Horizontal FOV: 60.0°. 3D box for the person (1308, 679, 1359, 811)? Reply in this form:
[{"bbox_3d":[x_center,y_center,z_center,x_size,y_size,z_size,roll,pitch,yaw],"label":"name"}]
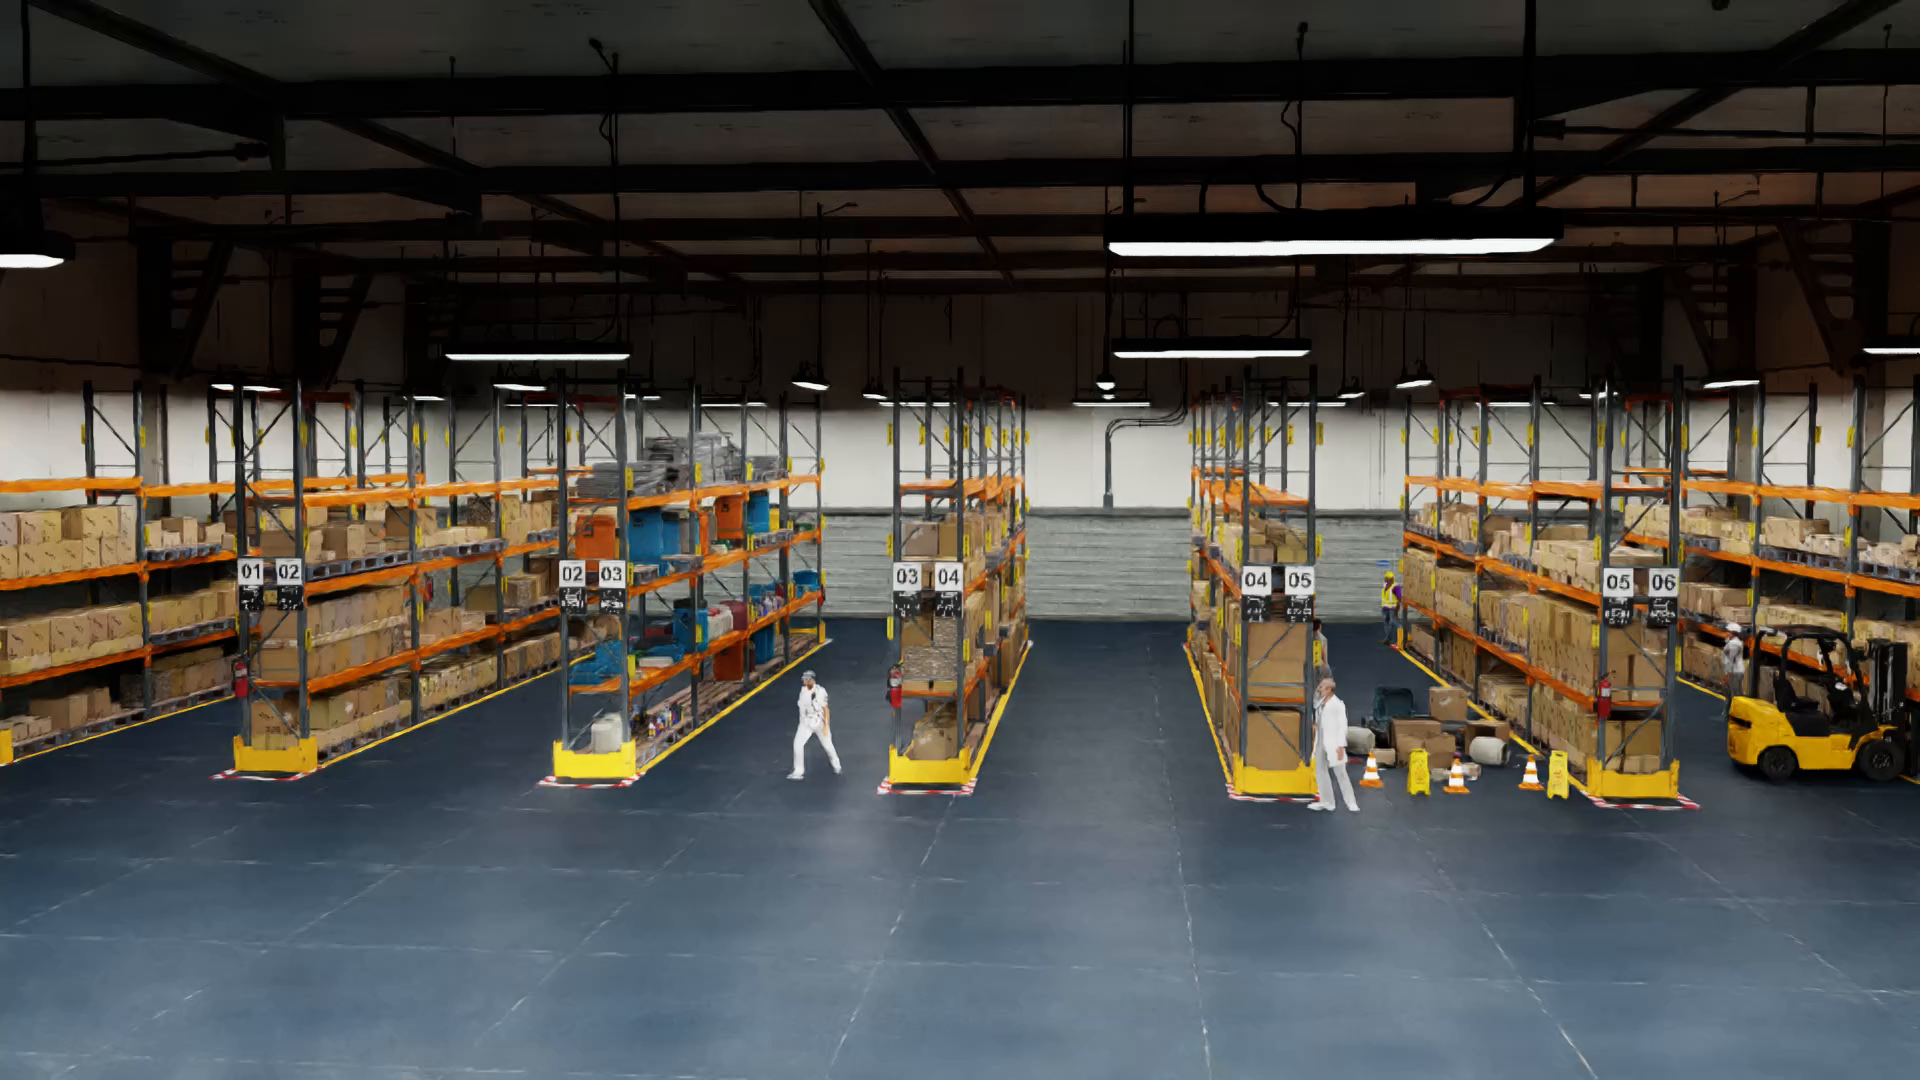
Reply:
[{"bbox_3d":[4.981,2.749,22.294,0.533,1.752,0.669,-2,4,-25],"label":"person"}]

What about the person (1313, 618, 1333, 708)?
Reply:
[{"bbox_3d":[6.578,2.268,30.560,0.432,1.670,0.503,-1,4,-23],"label":"person"}]

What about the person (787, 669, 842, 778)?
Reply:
[{"bbox_3d":[-2.116,2.682,24.441,0.531,1.600,0.945,2,4,27],"label":"person"}]

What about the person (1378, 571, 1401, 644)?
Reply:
[{"bbox_3d":[10.471,1.634,40.212,0.482,1.764,0.746,-2,4,-35],"label":"person"}]

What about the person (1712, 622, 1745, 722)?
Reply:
[{"bbox_3d":[13.405,2.305,28.923,0.576,1.768,0.626,2,4,29],"label":"person"}]
